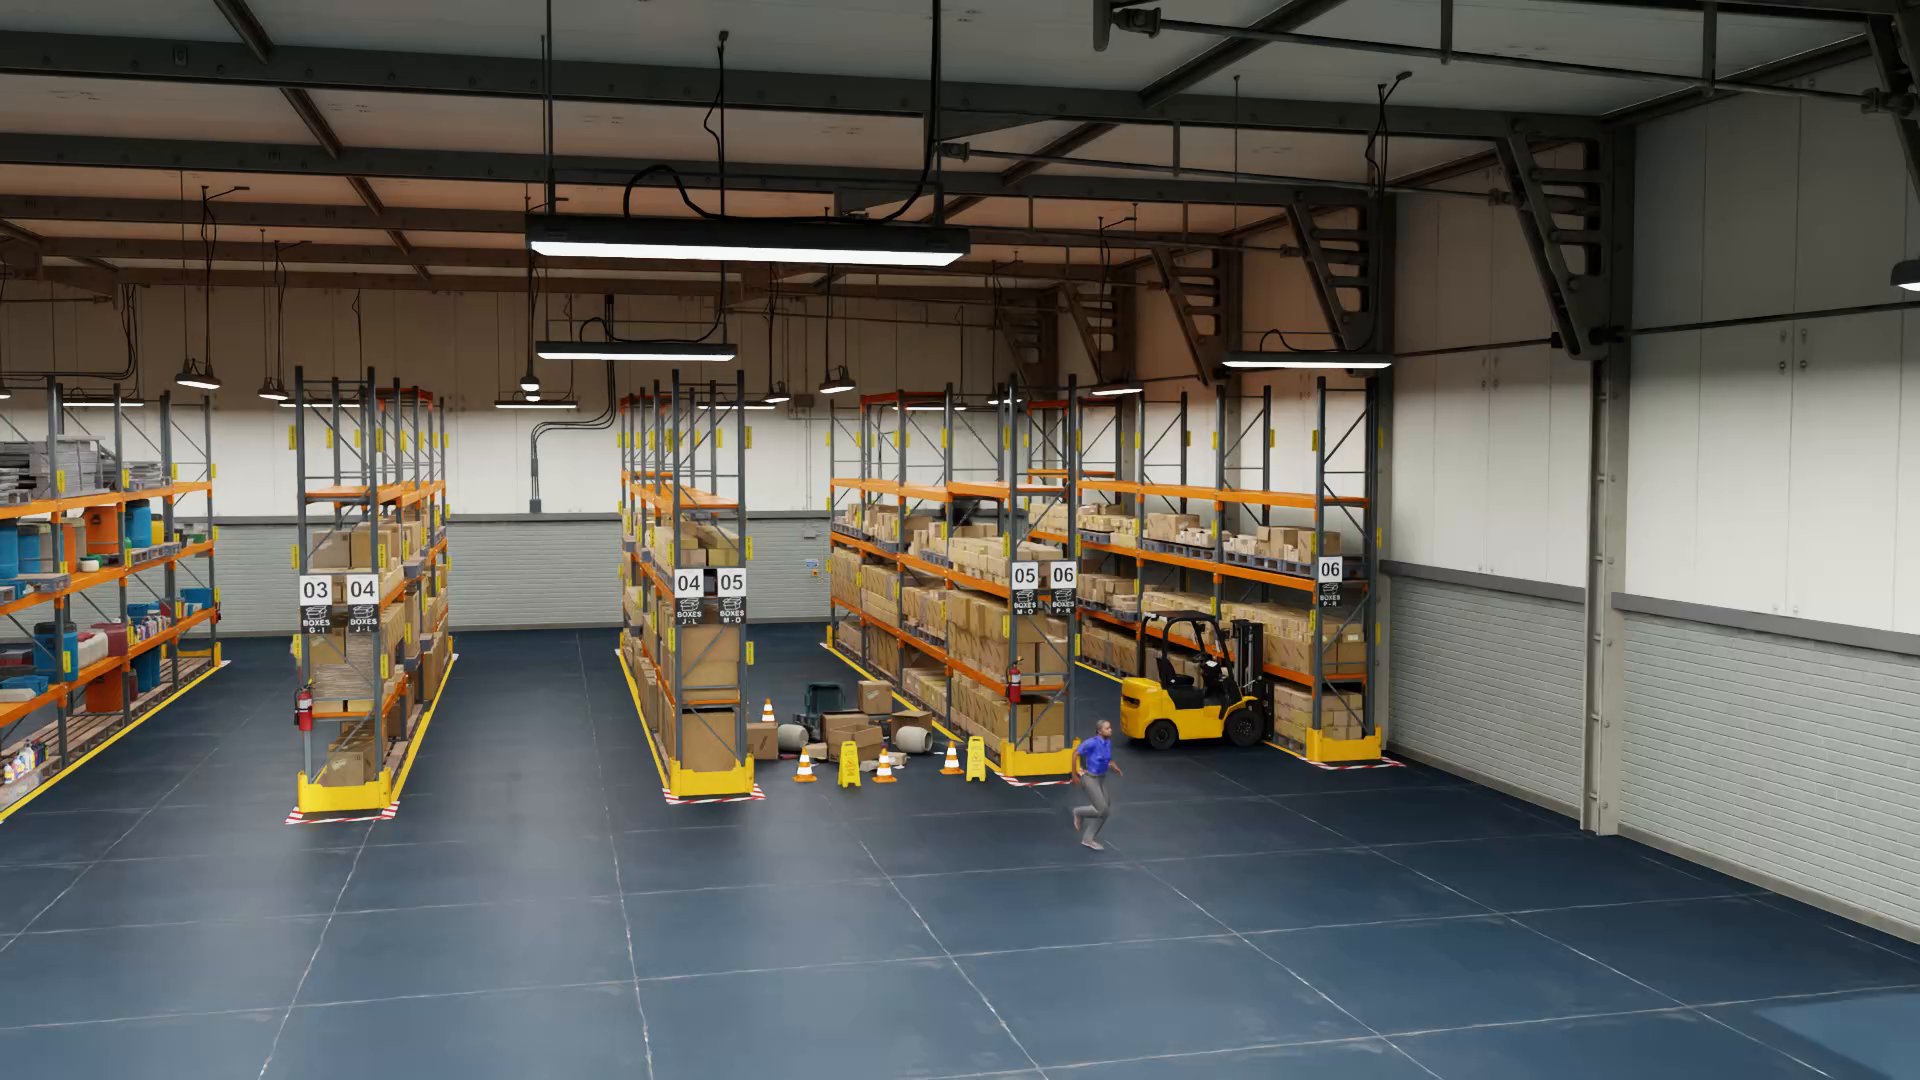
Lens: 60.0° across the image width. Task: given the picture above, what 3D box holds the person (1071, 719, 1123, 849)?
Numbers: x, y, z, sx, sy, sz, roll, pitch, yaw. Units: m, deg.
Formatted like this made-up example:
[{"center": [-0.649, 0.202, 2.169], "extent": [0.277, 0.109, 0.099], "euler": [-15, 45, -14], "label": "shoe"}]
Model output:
[{"center": [1.688, 3.006, 20.424], "extent": [0.642, 1.594, 0.615], "euler": [3, 5, 41], "label": "person"}]

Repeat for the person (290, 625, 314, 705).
[{"center": [-12.031, 2.335, 30.585], "extent": [0.529, 1.696, 0.887], "euler": [-1, 3, -12], "label": "person"}]
